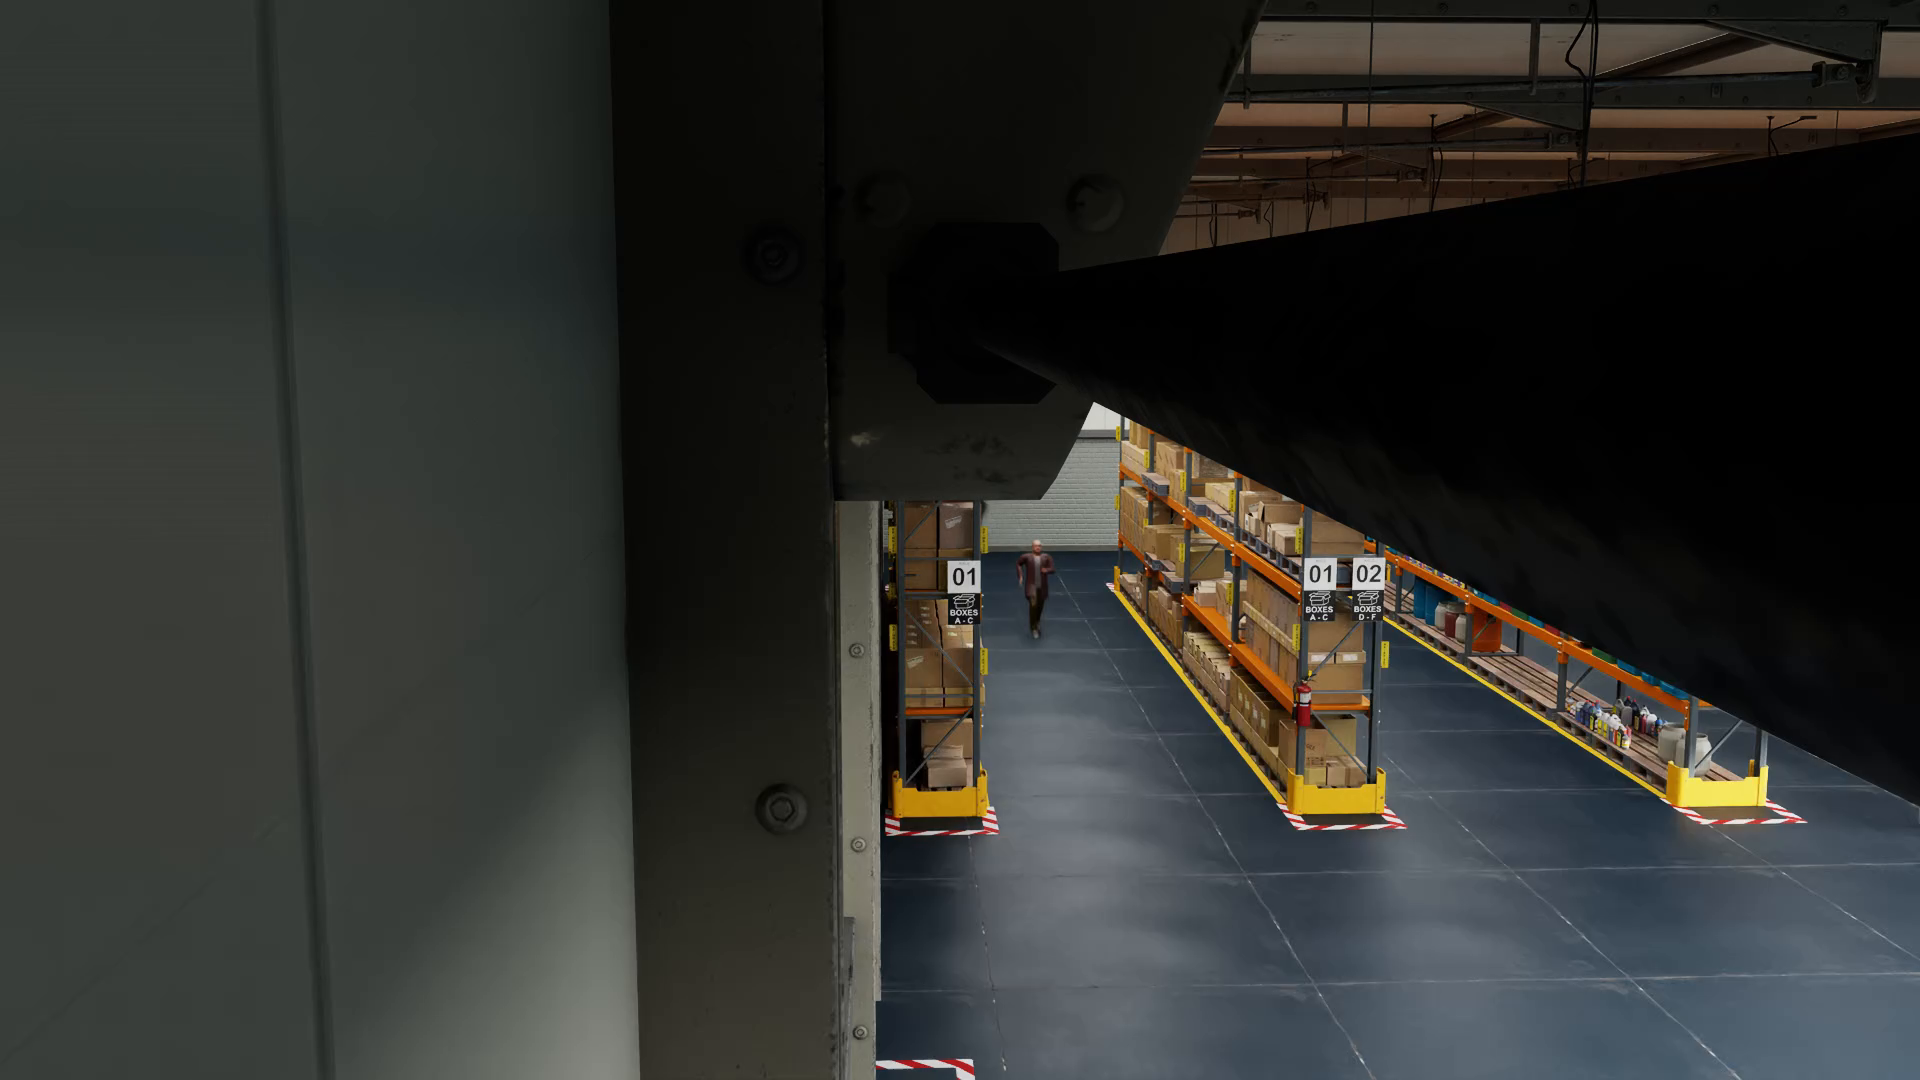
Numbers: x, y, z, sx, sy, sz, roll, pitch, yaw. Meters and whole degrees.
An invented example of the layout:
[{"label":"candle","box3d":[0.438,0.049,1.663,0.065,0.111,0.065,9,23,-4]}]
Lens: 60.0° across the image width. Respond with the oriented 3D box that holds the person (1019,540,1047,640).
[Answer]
[{"label":"person","box3d":[1.443,0.908,31.538,0.651,1.836,0.910,-2,8,-12]}]
